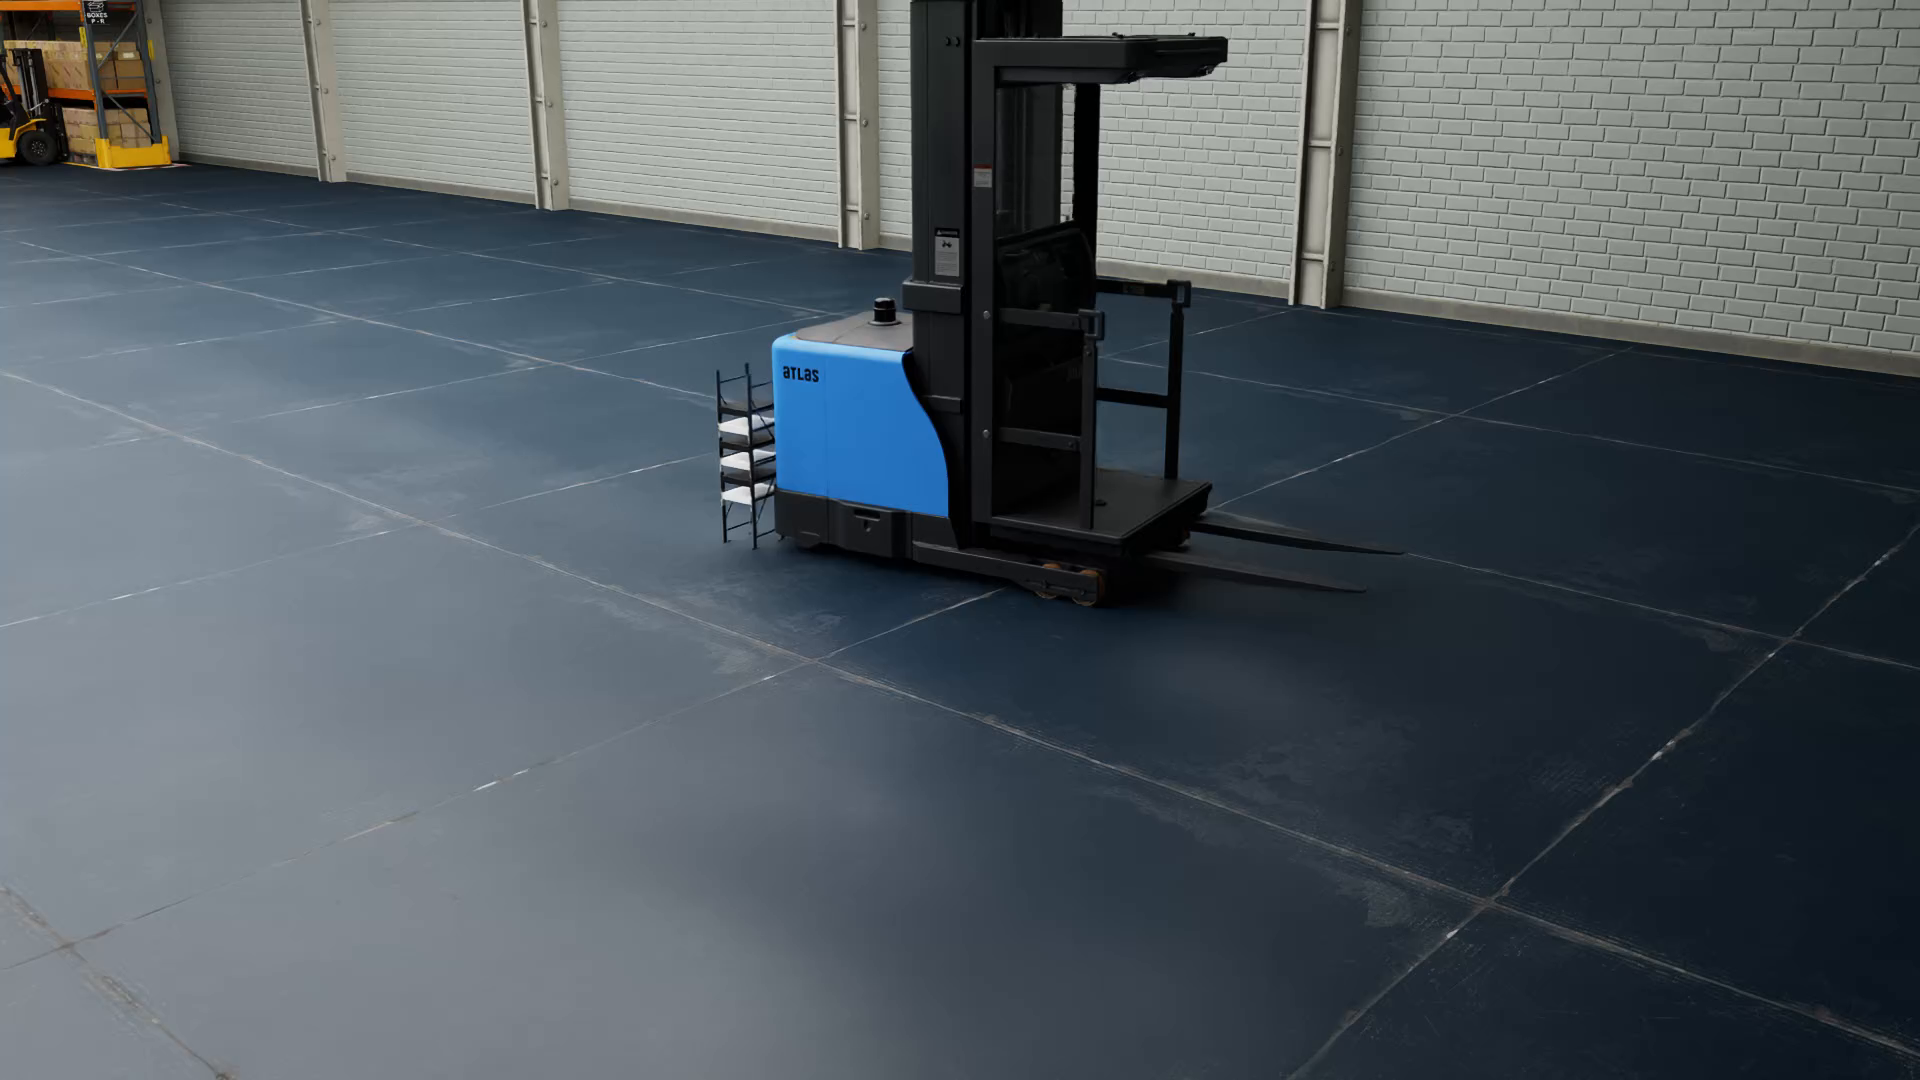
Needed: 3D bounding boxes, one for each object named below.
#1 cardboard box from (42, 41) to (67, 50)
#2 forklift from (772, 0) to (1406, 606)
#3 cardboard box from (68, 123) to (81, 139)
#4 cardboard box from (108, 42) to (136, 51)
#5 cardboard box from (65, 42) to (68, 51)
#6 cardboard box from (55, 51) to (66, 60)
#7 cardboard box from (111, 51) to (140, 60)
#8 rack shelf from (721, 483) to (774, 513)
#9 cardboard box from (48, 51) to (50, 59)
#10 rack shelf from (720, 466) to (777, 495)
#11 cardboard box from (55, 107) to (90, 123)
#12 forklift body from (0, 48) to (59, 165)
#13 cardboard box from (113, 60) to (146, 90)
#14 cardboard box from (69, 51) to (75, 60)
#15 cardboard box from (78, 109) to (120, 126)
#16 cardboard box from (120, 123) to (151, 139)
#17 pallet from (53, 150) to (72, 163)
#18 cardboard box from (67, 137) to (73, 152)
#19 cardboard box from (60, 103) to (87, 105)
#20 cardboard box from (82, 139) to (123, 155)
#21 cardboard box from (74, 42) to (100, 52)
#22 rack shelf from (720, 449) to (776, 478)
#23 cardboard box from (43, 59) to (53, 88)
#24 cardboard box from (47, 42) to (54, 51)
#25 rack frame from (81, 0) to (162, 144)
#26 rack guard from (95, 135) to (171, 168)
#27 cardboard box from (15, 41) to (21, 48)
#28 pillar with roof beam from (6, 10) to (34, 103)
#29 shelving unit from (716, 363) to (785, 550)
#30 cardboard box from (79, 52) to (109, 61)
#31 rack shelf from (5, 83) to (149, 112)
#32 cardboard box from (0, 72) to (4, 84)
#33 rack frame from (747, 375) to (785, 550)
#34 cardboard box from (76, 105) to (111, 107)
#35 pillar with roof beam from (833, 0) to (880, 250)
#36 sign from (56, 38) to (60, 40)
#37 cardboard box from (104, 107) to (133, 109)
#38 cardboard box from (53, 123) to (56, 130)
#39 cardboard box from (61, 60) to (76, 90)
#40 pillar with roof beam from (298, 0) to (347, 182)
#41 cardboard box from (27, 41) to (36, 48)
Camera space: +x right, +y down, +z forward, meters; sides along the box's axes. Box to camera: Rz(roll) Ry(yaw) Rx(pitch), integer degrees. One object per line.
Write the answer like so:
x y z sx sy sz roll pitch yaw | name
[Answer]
-16.445 -8.990 30.251 0.250 0.149 0.380 15 23 39 | cardboard box
0.591 -1.275 7.784 3.031 2.935 1.130 10 20 28 | forklift
-15.649 -7.364 29.882 0.500 0.250 0.500 15 23 39 | cardboard box
-14.819 -8.720 29.401 0.250 0.149 0.380 14 23 38 | cardboard box
-15.673 -8.785 29.604 0.250 0.149 0.380 15 23 40 | cardboard box
-15.928 -8.675 29.750 0.250 0.149 0.380 14 22 38 | cardboard box
-14.791 -8.590 29.481 0.250 0.149 0.380 14 23 38 | cardboard box
-1.065 -0.223 8.532 0.200 0.077 0.258 12 21 32 | rack shelf
-16.257 -8.792 30.118 0.250 0.149 0.380 15 23 39 | cardboard box
-1.065 -0.309 8.505 0.200 0.077 0.258 12 21 32 | rack shelf
-16.031 -7.694 30.096 0.500 0.250 0.500 15 23 40 | cardboard box
-17.339 -7.669 29.222 1.214 2.155 2.313 15 23 39 | forklift body
-14.895 -8.316 29.691 0.500 0.500 0.500 16 24 41 | cardboard box
-15.519 -8.580 29.450 0.250 0.149 0.380 16 23 40 | cardboard box
-15.261 -7.494 29.465 0.500 0.250 0.500 16 24 41 | cardboard box
-14.923 -7.375 29.917 0.500 0.250 0.500 16 23 40 | cardboard box
-16.217 -7.166 30.843 1.213 0.211 1.003 15 23 39 | pallet
-16.004 -7.223 30.264 0.500 0.250 0.500 15 23 40 | cardboard box
-16.816 -8.122 31.443 0.500 0.250 0.500 15 23 38 | cardboard box
-15.270 -7.019 29.619 0.500 0.250 0.500 15 23 40 | cardboard box
-15.322 -8.671 29.247 0.250 0.149 0.380 15 23 39 | cardboard box
-1.065 -0.395 8.478 0.200 0.077 0.258 12 21 32 | rack shelf
-16.400 -8.501 30.273 0.500 0.500 0.500 15 23 40 | cardboard box
-16.138 -8.863 29.849 0.250 0.149 0.380 16 23 40 | cardboard box
-14.709 -8.106 29.195 0.127 3.000 1.000 15 23 39 | rack frame
-14.691 -6.910 29.558 0.348 0.500 1.175 15 23 39 | rack guard
-17.392 -9.249 31.066 0.250 0.149 0.380 15 23 40 | cardboard box
-21.977 -11.540 30.097 0.400 9.000 9.100 15 23 39 | pillar with roof beam
-1.065 -0.426 8.468 0.210 0.900 0.258 12 21 32 | shelving unit
-15.155 -8.469 29.101 0.250 0.149 0.380 15 23 40 | cardboard box
-16.205 -8.165 30.569 4.000 0.370 1.077 15 23 39 | rack shelf
-18.252 -8.880 31.881 0.500 0.250 0.500 16 23 40 | cardboard box
-0.981 -0.409 8.413 0.006 0.900 0.240 12 21 32 | rack frame
-16.065 -7.918 30.802 0.500 0.250 0.500 14 23 38 | cardboard box
-4.026 -6.721 14.913 0.400 9.000 9.100 15 23 39 | pillar with roof beam
-17.334 -9.485 31.979 0.005 0.325 0.100 15 23 39 | sign
-15.319 -7.711 30.149 0.500 0.250 0.500 15 23 39 | cardboard box
-16.421 -7.564 30.513 0.500 0.250 0.500 15 23 39 | cardboard box
-15.634 -8.299 29.639 0.500 0.500 0.500 16 24 41 | cardboard box
-13.002 -9.131 22.505 0.400 9.000 9.100 15 23 39 | pillar with roof beam
-16.871 -9.075 30.517 0.250 0.149 0.380 15 23 38 | cardboard box
